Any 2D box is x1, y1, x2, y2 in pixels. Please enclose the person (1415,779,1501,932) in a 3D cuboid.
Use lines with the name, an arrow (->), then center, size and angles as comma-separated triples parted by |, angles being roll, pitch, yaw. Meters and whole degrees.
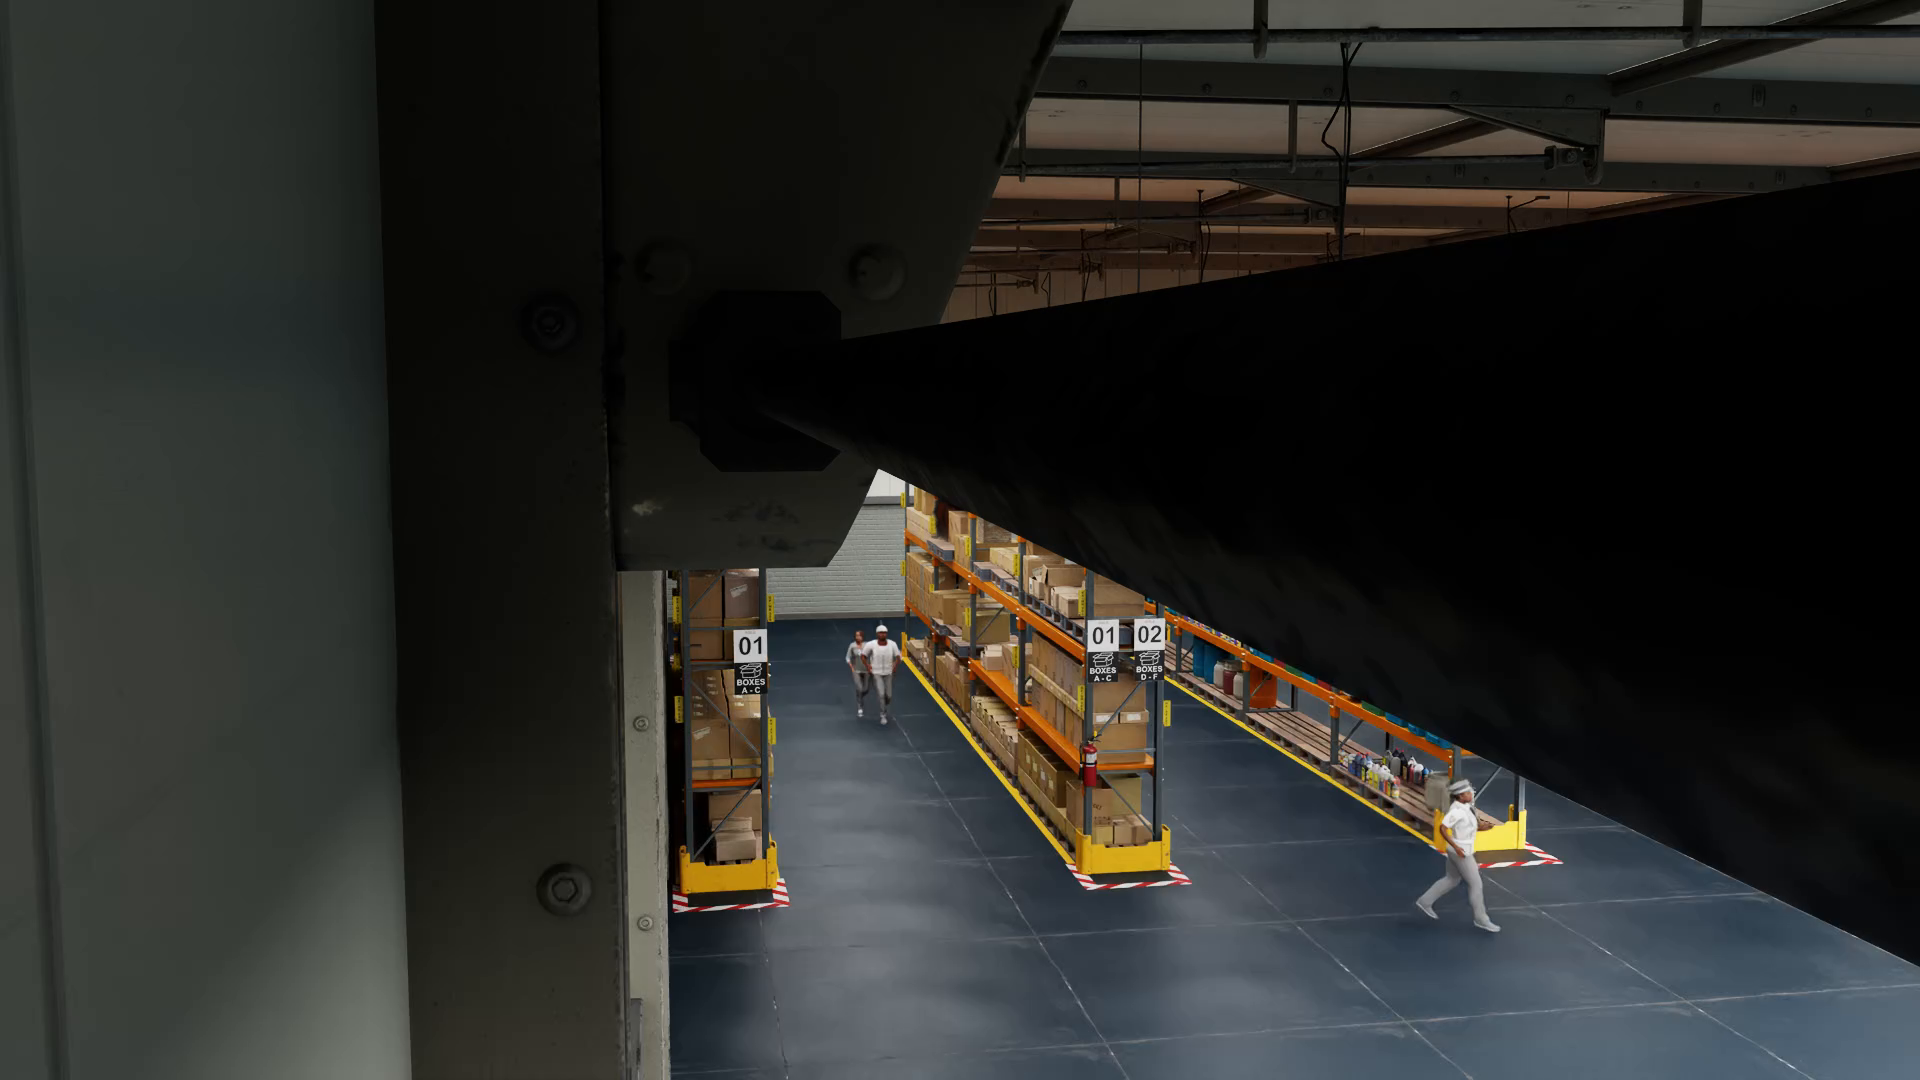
person -> 5.628, 3.527, 18.728 | 0.929, 1.698, 0.570 | 1, 6, 13

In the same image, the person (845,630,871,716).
person -> -1.826, 2.413, 30.418 | 0.536, 1.568, 0.506 | -1, 6, -8

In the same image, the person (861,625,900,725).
person -> -1.412, 2.383, 29.754 | 0.708, 1.746, 0.714 | -1, 6, -13
